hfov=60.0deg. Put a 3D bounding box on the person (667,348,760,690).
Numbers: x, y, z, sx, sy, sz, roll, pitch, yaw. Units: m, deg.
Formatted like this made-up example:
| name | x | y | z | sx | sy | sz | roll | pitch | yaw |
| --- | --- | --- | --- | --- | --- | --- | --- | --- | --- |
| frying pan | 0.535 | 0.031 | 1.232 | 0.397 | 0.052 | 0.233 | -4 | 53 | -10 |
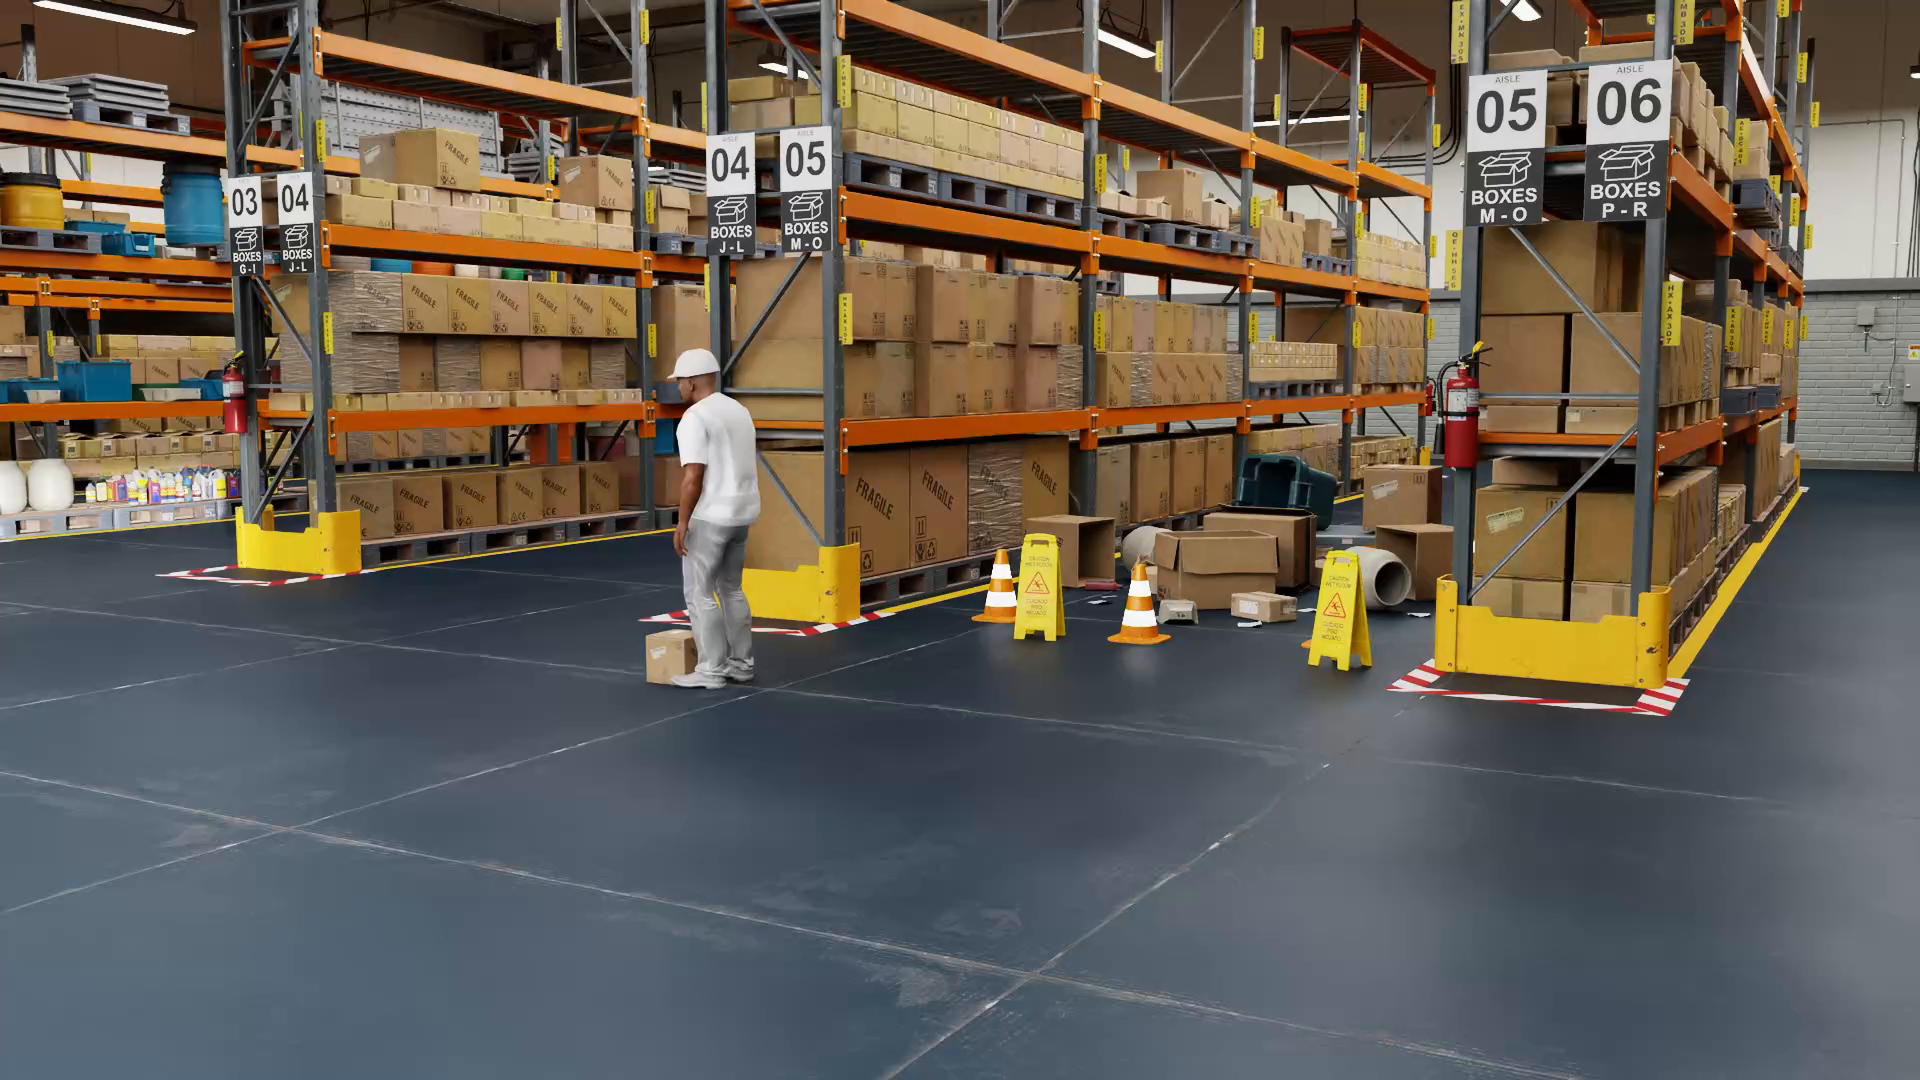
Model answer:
| name | x | y | z | sx | sy | sz | roll | pitch | yaw |
| --- | --- | --- | --- | --- | --- | --- | --- | --- | --- |
| person | -1.292 | -0.115 | 8.671 | 0.461 | 1.759 | 0.628 | 3 | 7 | 25 |
